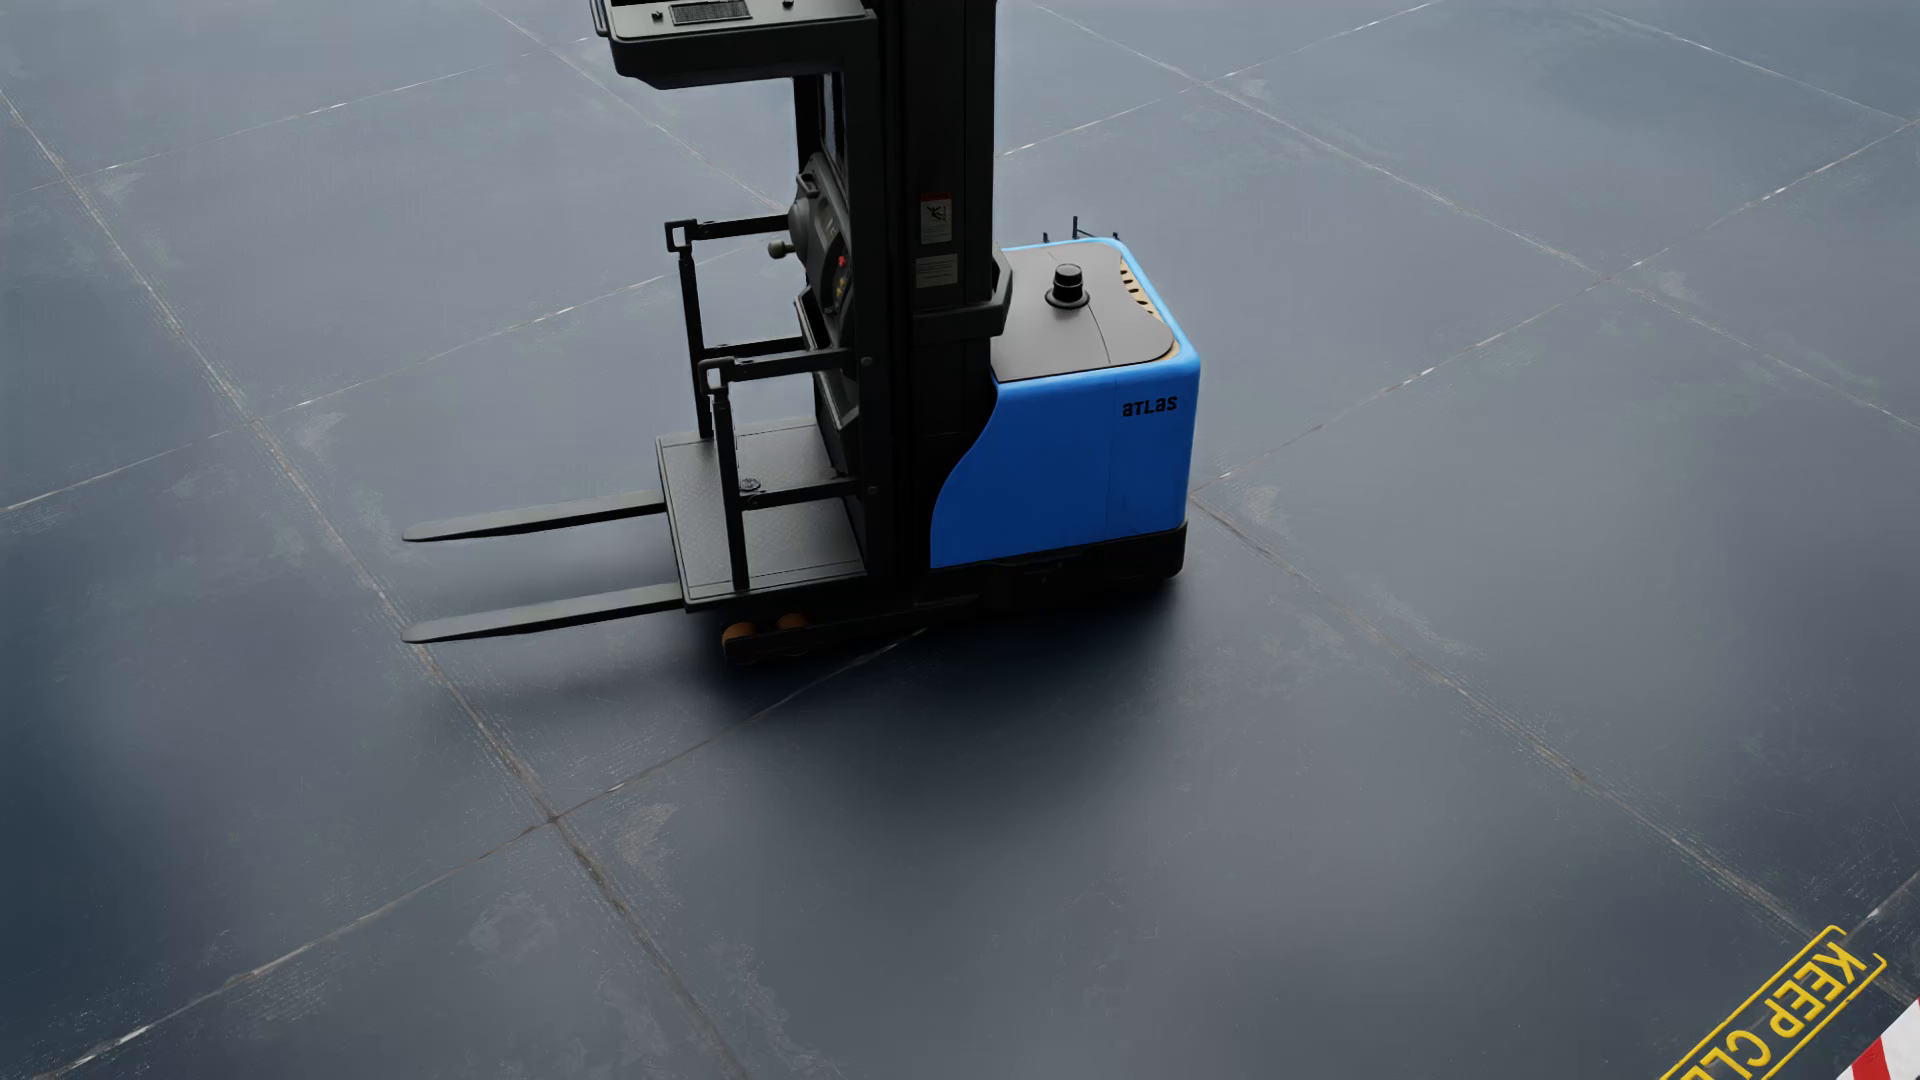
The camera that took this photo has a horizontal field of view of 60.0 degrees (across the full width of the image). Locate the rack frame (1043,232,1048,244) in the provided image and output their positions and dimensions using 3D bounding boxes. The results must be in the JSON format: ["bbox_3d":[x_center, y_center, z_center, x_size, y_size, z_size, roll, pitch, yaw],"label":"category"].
[{"bbox_3d":[0.448,-0.920,7.352,0.240,0.900,0.006,30,48,31],"label":"rack frame"}]

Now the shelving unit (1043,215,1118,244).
[{"bbox_3d":[0.516,-0.968,7.411,0.258,0.900,0.210,30,48,31],"label":"shelving unit"}]

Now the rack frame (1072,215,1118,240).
[{"bbox_3d":[0.584,-1.016,7.469,0.240,0.900,0.006,30,48,31],"label":"rack frame"}]

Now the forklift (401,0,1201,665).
[{"bbox_3d":[-0.674,-1.026,5.880,3.031,2.935,1.130,-9,40,-11],"label":"forklift"}]
